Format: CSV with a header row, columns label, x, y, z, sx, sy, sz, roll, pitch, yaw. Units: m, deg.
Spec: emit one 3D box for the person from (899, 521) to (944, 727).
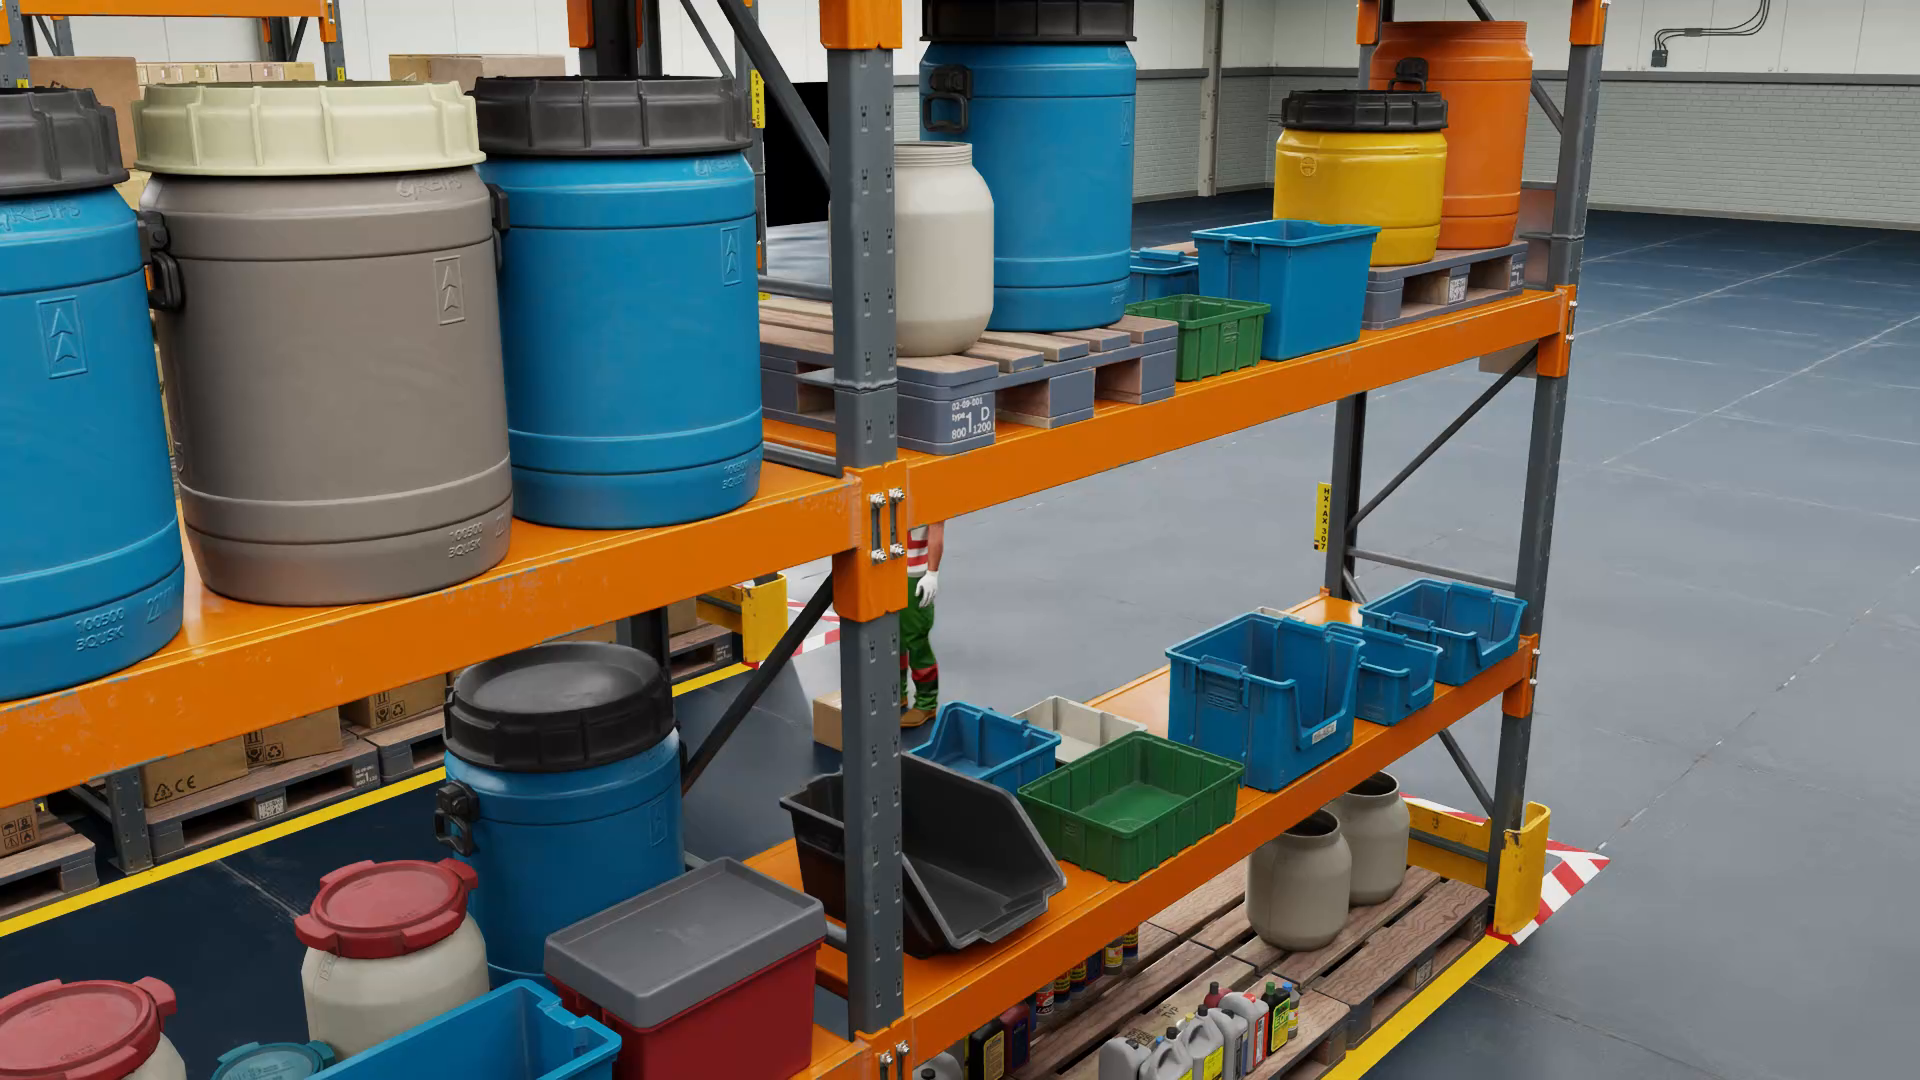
label,x,y,z,sx,sy,sz,roll,pitch,yaw
person,-0.310,0.180,9.430,0.524,1.797,0.341,15,22,41
